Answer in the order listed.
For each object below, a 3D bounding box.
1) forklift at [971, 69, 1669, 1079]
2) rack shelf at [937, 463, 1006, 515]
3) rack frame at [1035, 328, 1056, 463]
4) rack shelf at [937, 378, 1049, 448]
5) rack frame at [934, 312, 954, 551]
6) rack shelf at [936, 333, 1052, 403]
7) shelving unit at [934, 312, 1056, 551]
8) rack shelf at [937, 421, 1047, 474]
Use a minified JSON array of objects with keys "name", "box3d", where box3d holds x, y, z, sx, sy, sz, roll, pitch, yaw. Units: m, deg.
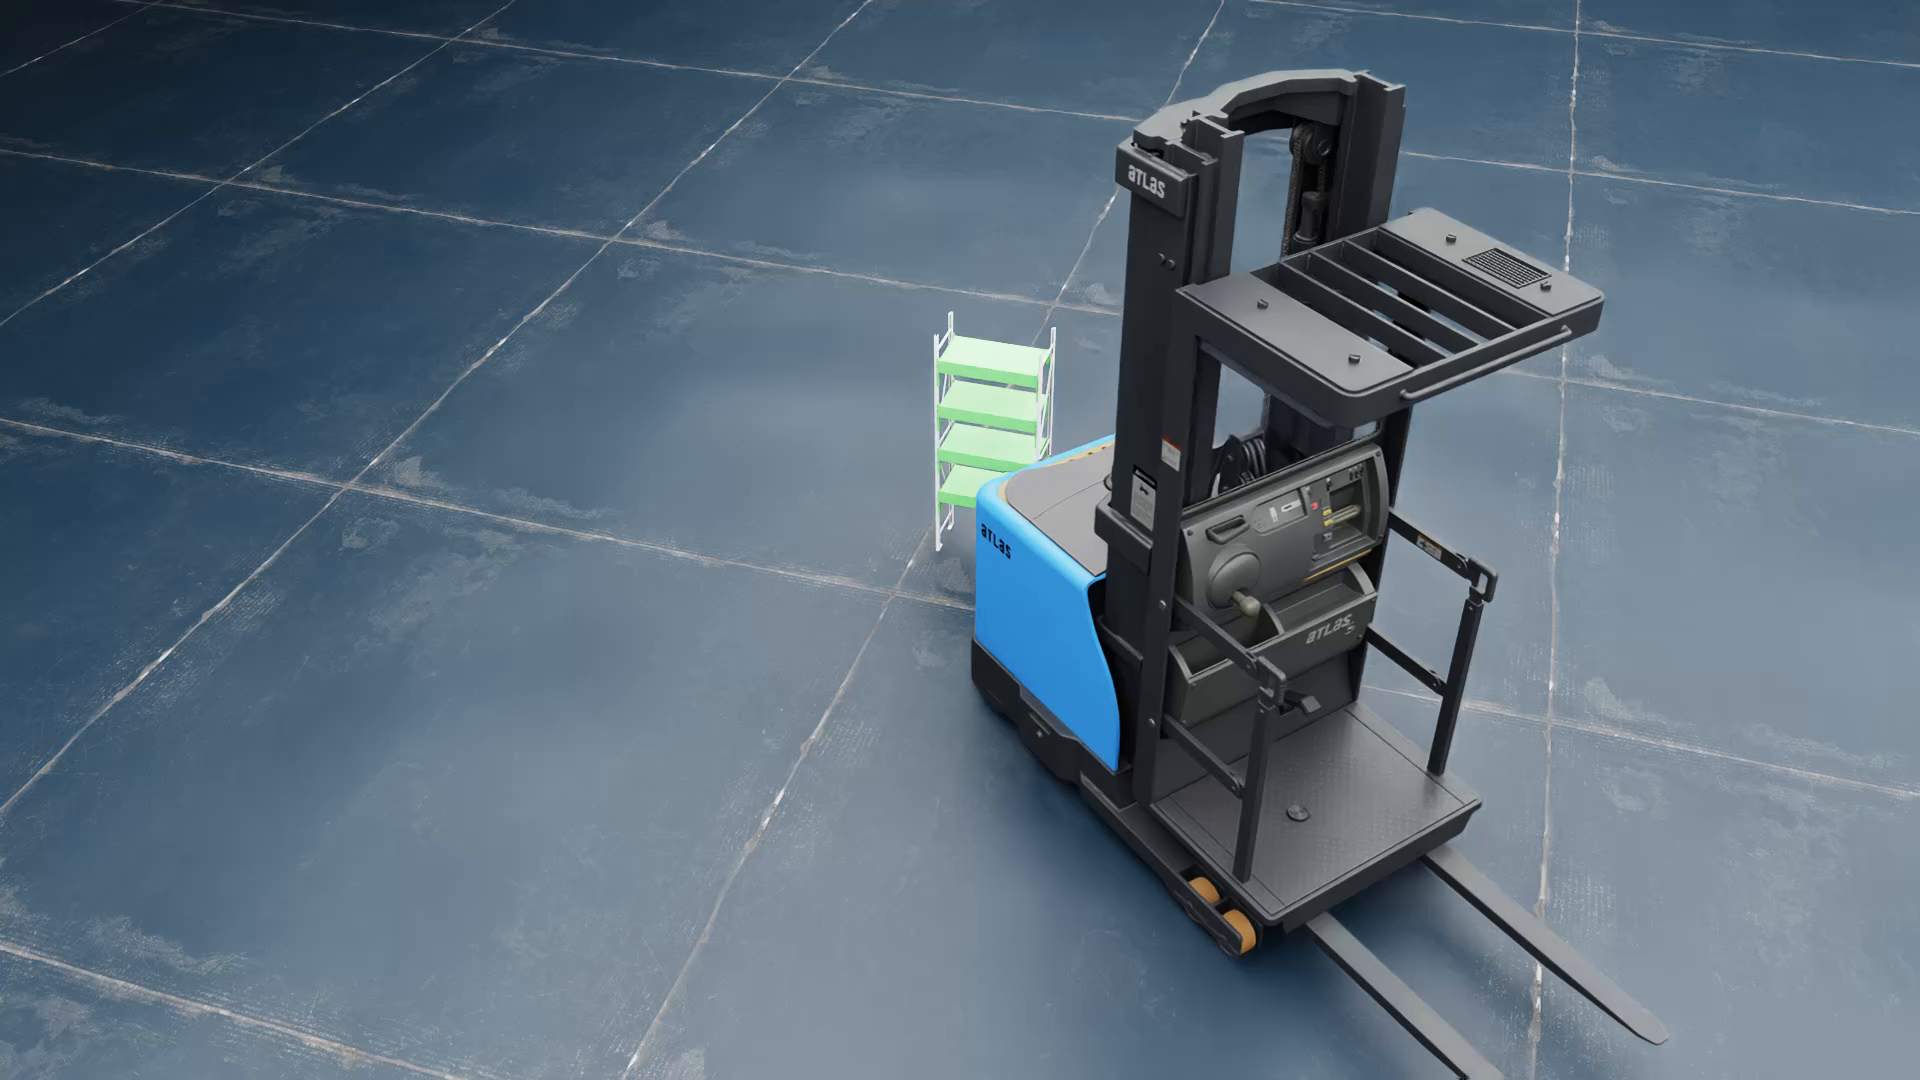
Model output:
[{"name":"forklift","box3d":[1.278,0.033,5.732,1.130,2.935,3.031,-21,41,-26]},{"name":"rack shelf","box3d":[0.158,-0.209,8.035,0.480,0.148,0.258,10,38,14]},{"name":"rack frame","box3d":[0.391,-0.411,7.796,0.015,1.200,0.240,10,38,14]},{"name":"rack shelf","box3d":[0.158,-0.596,7.750,0.480,0.148,0.258,10,38,14]},{"name":"rack frame","box3d":[-0.075,-0.497,7.913,0.015,1.200,0.240,10,38,14]},{"name":"rack shelf","box3d":[0.158,-0.789,7.608,0.480,0.148,0.258,10,38,14]},{"name":"shelving unit","box3d":[0.158,-0.454,7.855,0.503,1.200,0.258,10,38,14]},{"name":"rack shelf","box3d":[0.158,-0.402,7.892,0.480,0.148,0.258,10,38,14]}]
